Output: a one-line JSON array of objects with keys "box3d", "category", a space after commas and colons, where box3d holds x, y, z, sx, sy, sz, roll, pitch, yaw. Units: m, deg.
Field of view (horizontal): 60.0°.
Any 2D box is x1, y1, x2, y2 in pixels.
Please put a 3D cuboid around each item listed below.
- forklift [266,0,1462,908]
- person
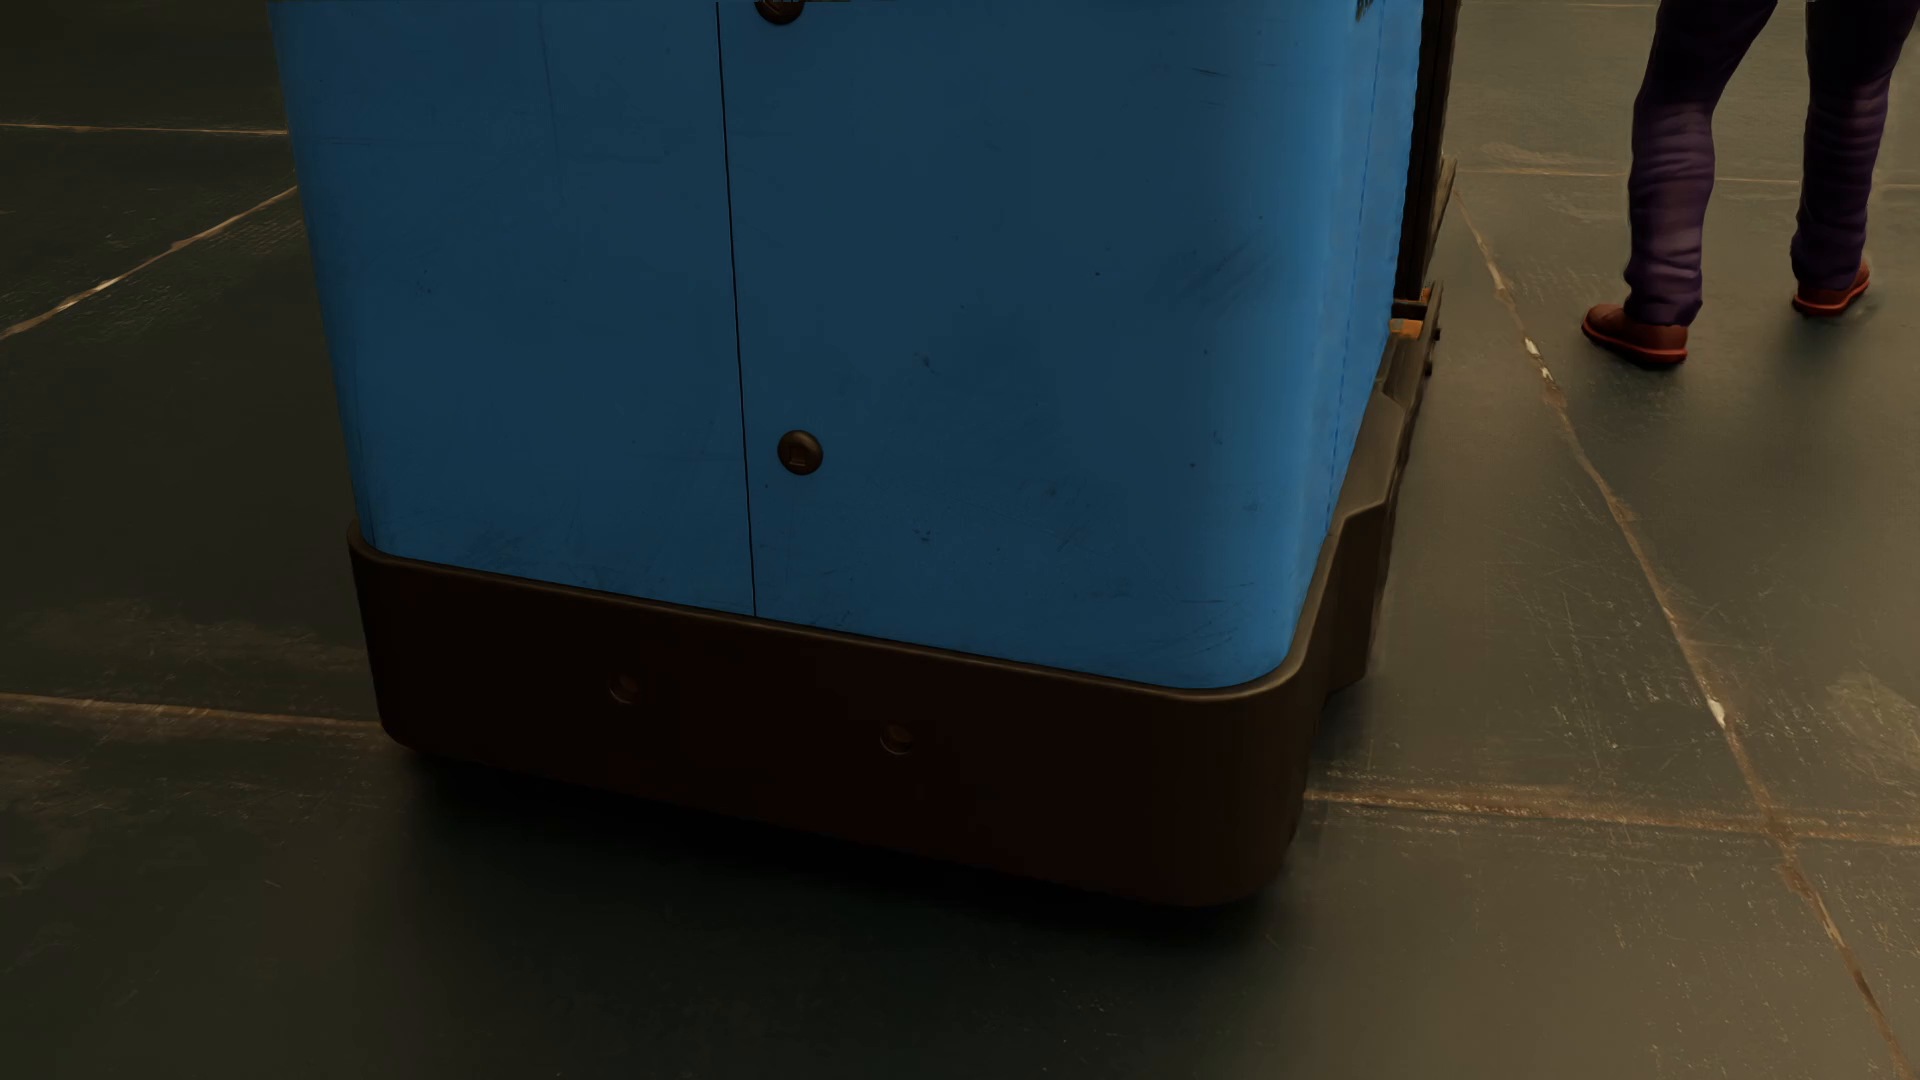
[{"box3d": [0.275, -1.591, 2.406, 1.130, 2.935, 3.031, 8, 28, 16], "category": "forklift"}, {"box3d": [1.577, -1.155, 3.044, 0.705, 1.597, 0.673, 5, 27, 9], "category": "person"}]
